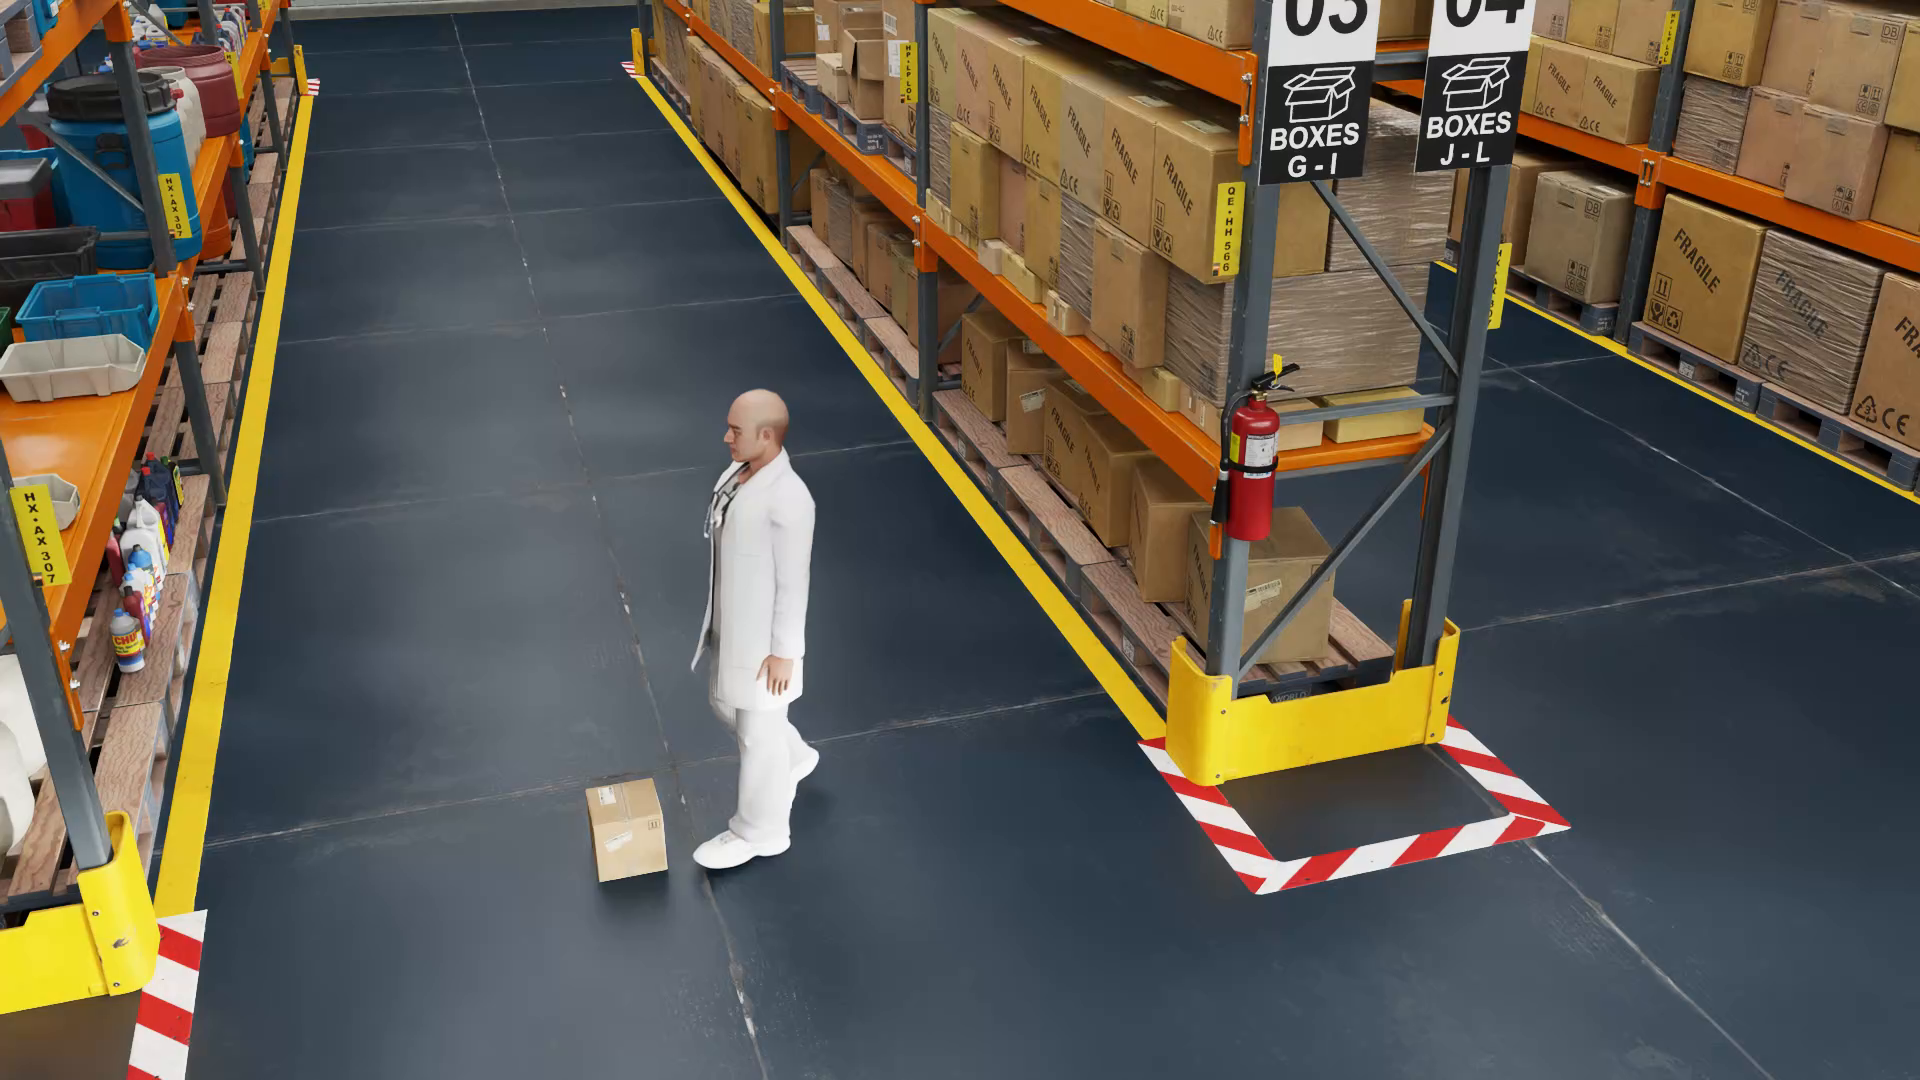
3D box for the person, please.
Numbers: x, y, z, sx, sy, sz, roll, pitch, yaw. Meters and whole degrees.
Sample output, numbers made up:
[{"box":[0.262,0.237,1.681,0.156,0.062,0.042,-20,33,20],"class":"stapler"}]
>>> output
[{"box":[-0.749,0.321,5.969,0.623,1.790,0.618,-12,28,-23],"class":"person"}]
